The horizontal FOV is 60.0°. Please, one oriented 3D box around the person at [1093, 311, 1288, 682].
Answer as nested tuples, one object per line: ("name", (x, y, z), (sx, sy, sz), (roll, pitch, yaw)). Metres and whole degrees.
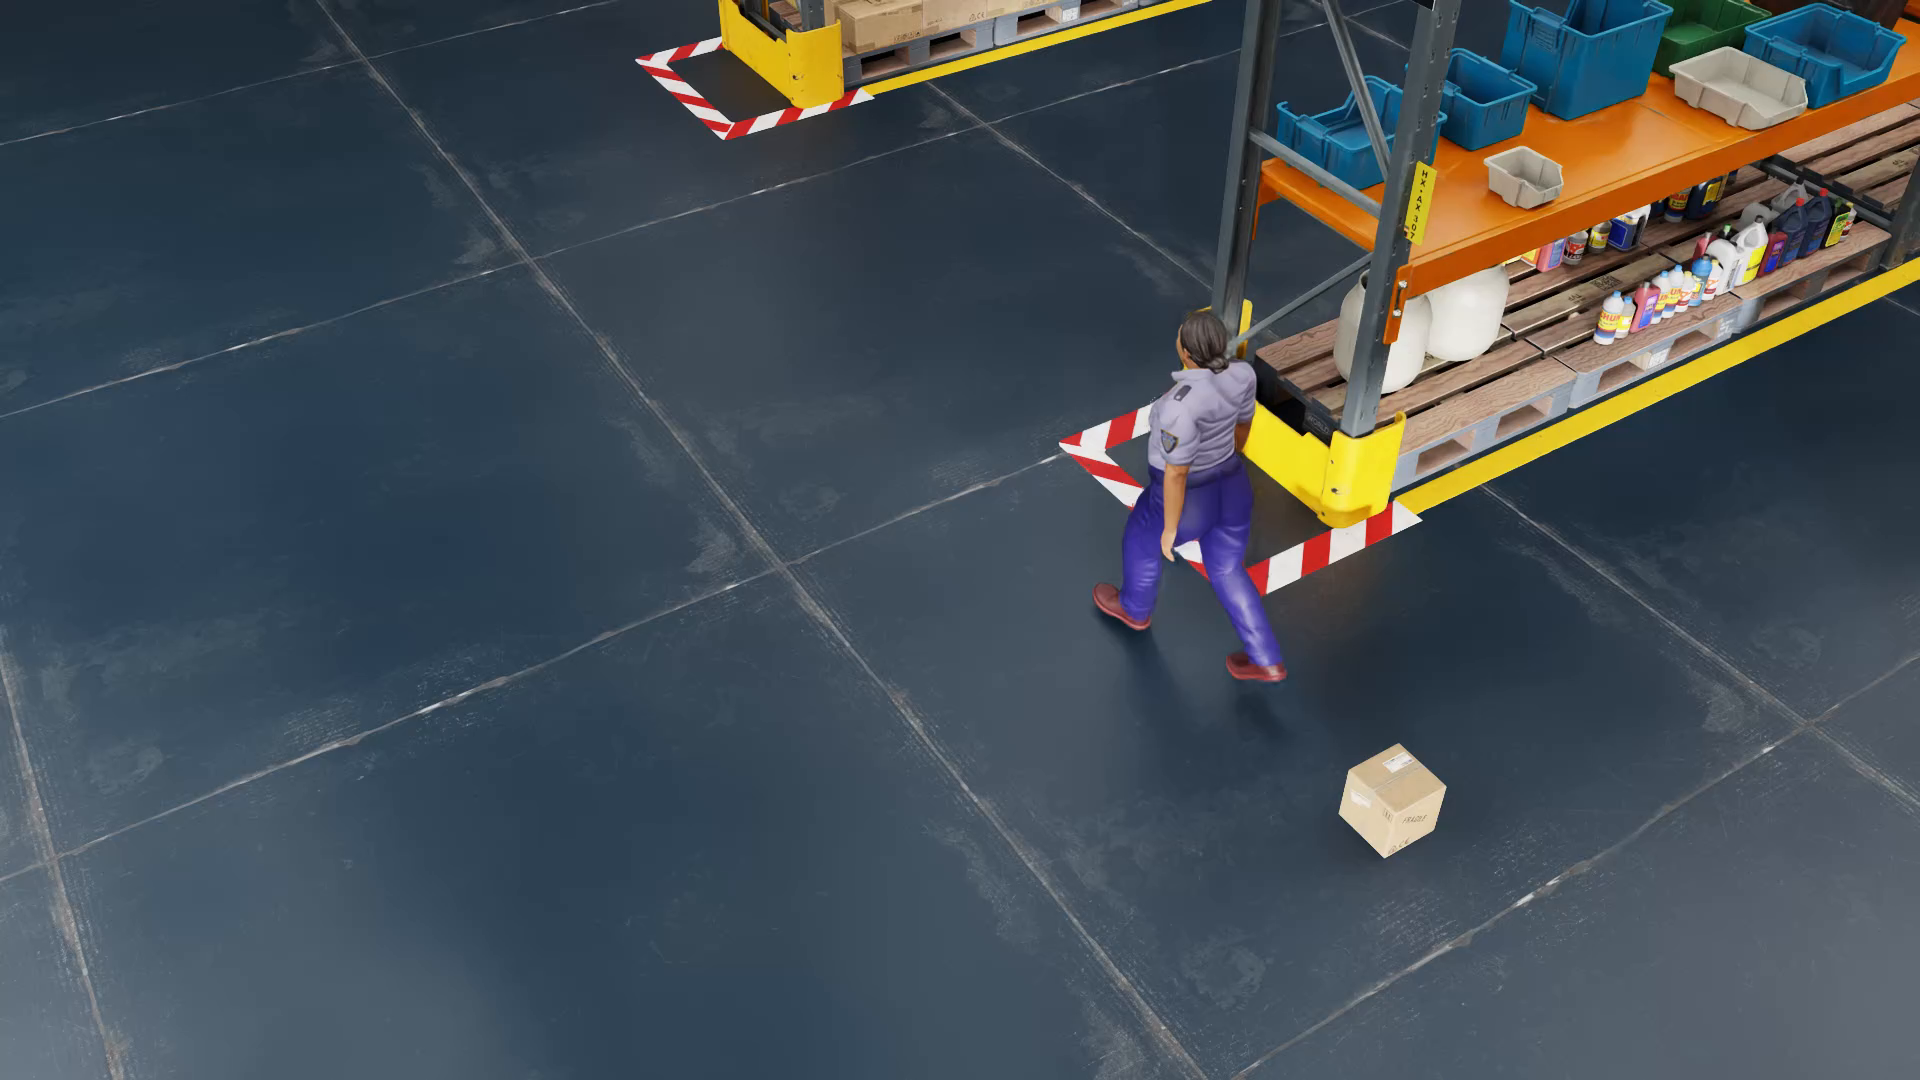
("person", (0.944, -0.157, 6.359), (0.489, 1.589, 0.957), (-25, 47, -26))
